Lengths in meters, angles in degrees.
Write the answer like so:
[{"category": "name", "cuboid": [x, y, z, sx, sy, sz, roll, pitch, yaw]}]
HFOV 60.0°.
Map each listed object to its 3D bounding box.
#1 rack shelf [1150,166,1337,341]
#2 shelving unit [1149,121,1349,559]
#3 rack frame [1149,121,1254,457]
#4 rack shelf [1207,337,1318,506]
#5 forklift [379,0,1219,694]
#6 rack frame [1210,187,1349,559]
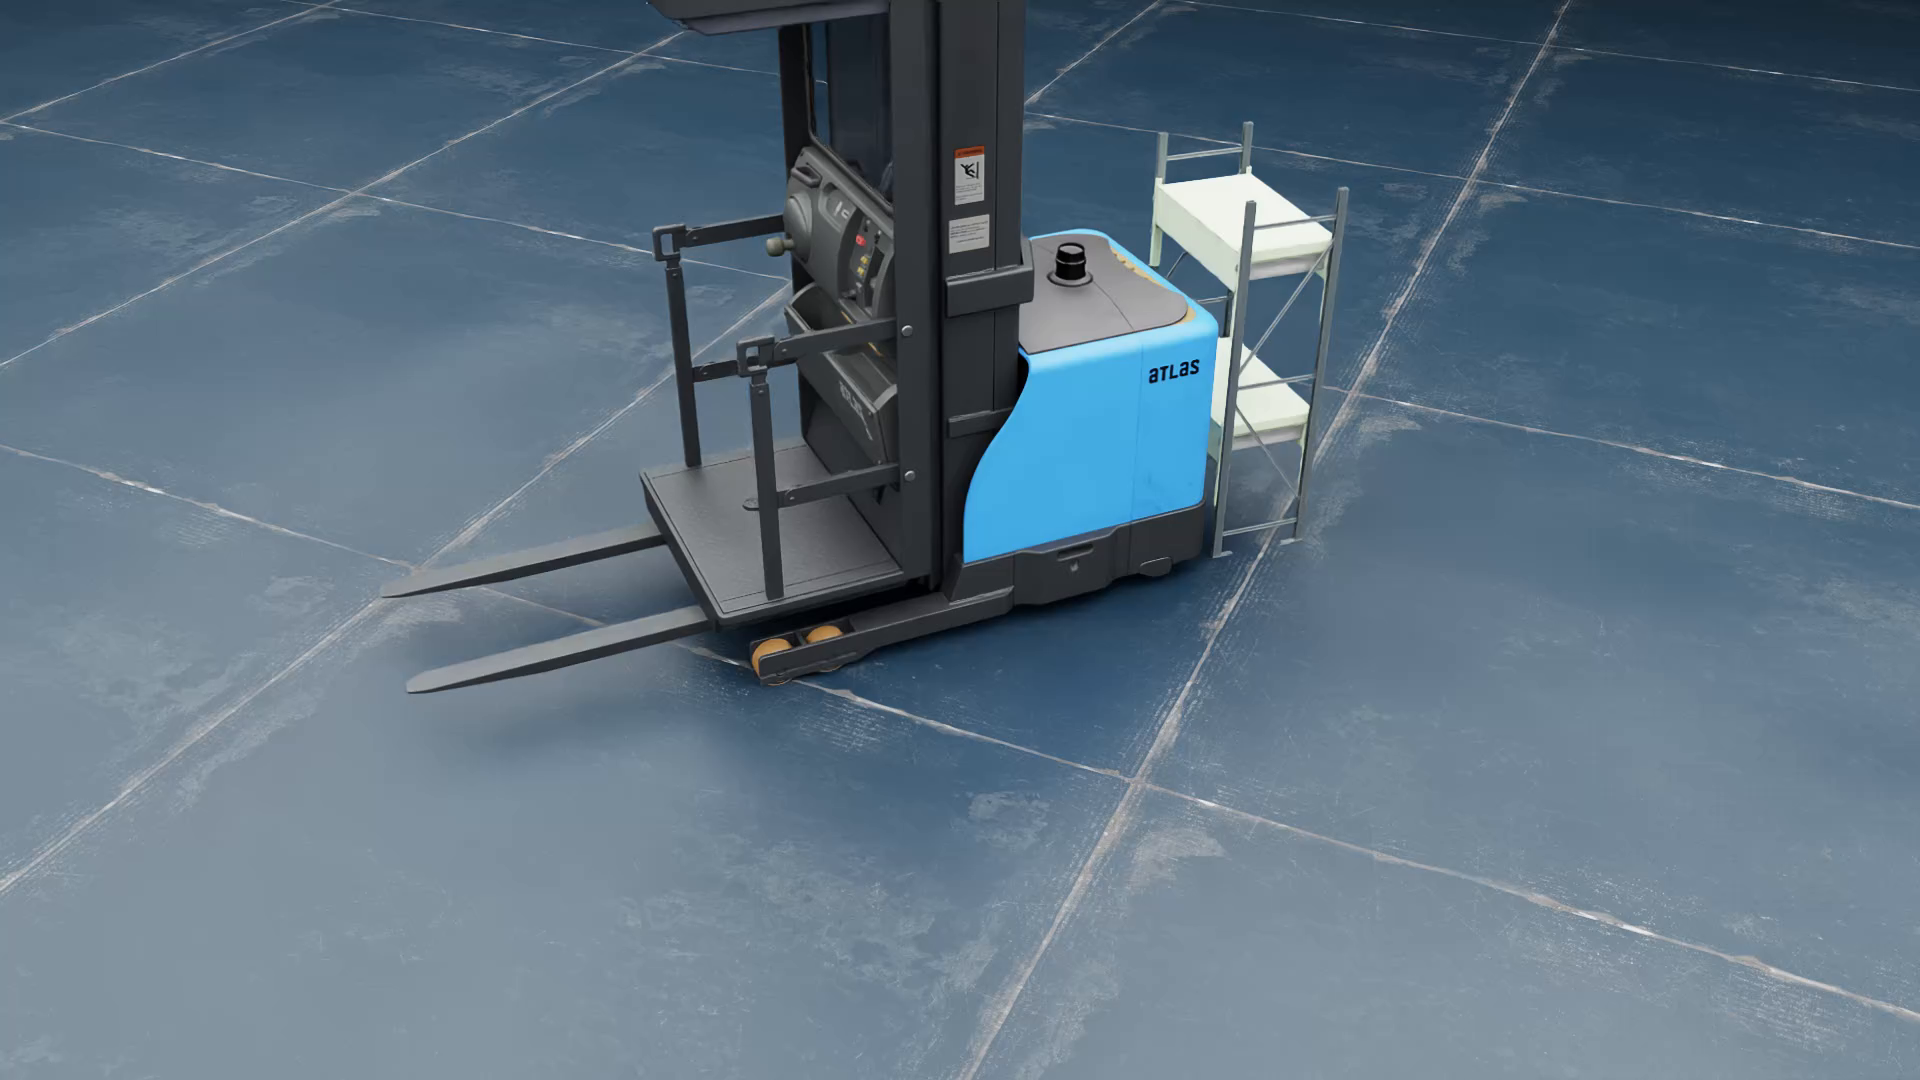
[{"category": "rack shelf", "cuboid": [1.075, -1.109, 6.361, 0.431, 0.370, 0.720, -11, 35, -16]}, {"category": "shelving unit", "cuboid": [1.075, -0.782, 6.575, 0.431, 1.500, 0.755, -11, 35, -16]}, {"category": "rack frame", "cuboid": [0.955, -0.972, 6.865, 0.400, 1.500, 0.023, -11, 35, -16]}, {"category": "rack shelf", "cuboid": [1.075, -0.510, 6.754, 0.431, 0.370, 0.720, -11, 35, -16]}, {"category": "forklift", "cuboid": [-0.606, -1.035, 5.655, 3.031, 2.935, 1.130, -14, 36, -20]}, {"category": "rack frame", "cuboid": [1.194, -0.593, 6.286, 0.400, 1.500, 0.023, -11, 35, -16]}]
